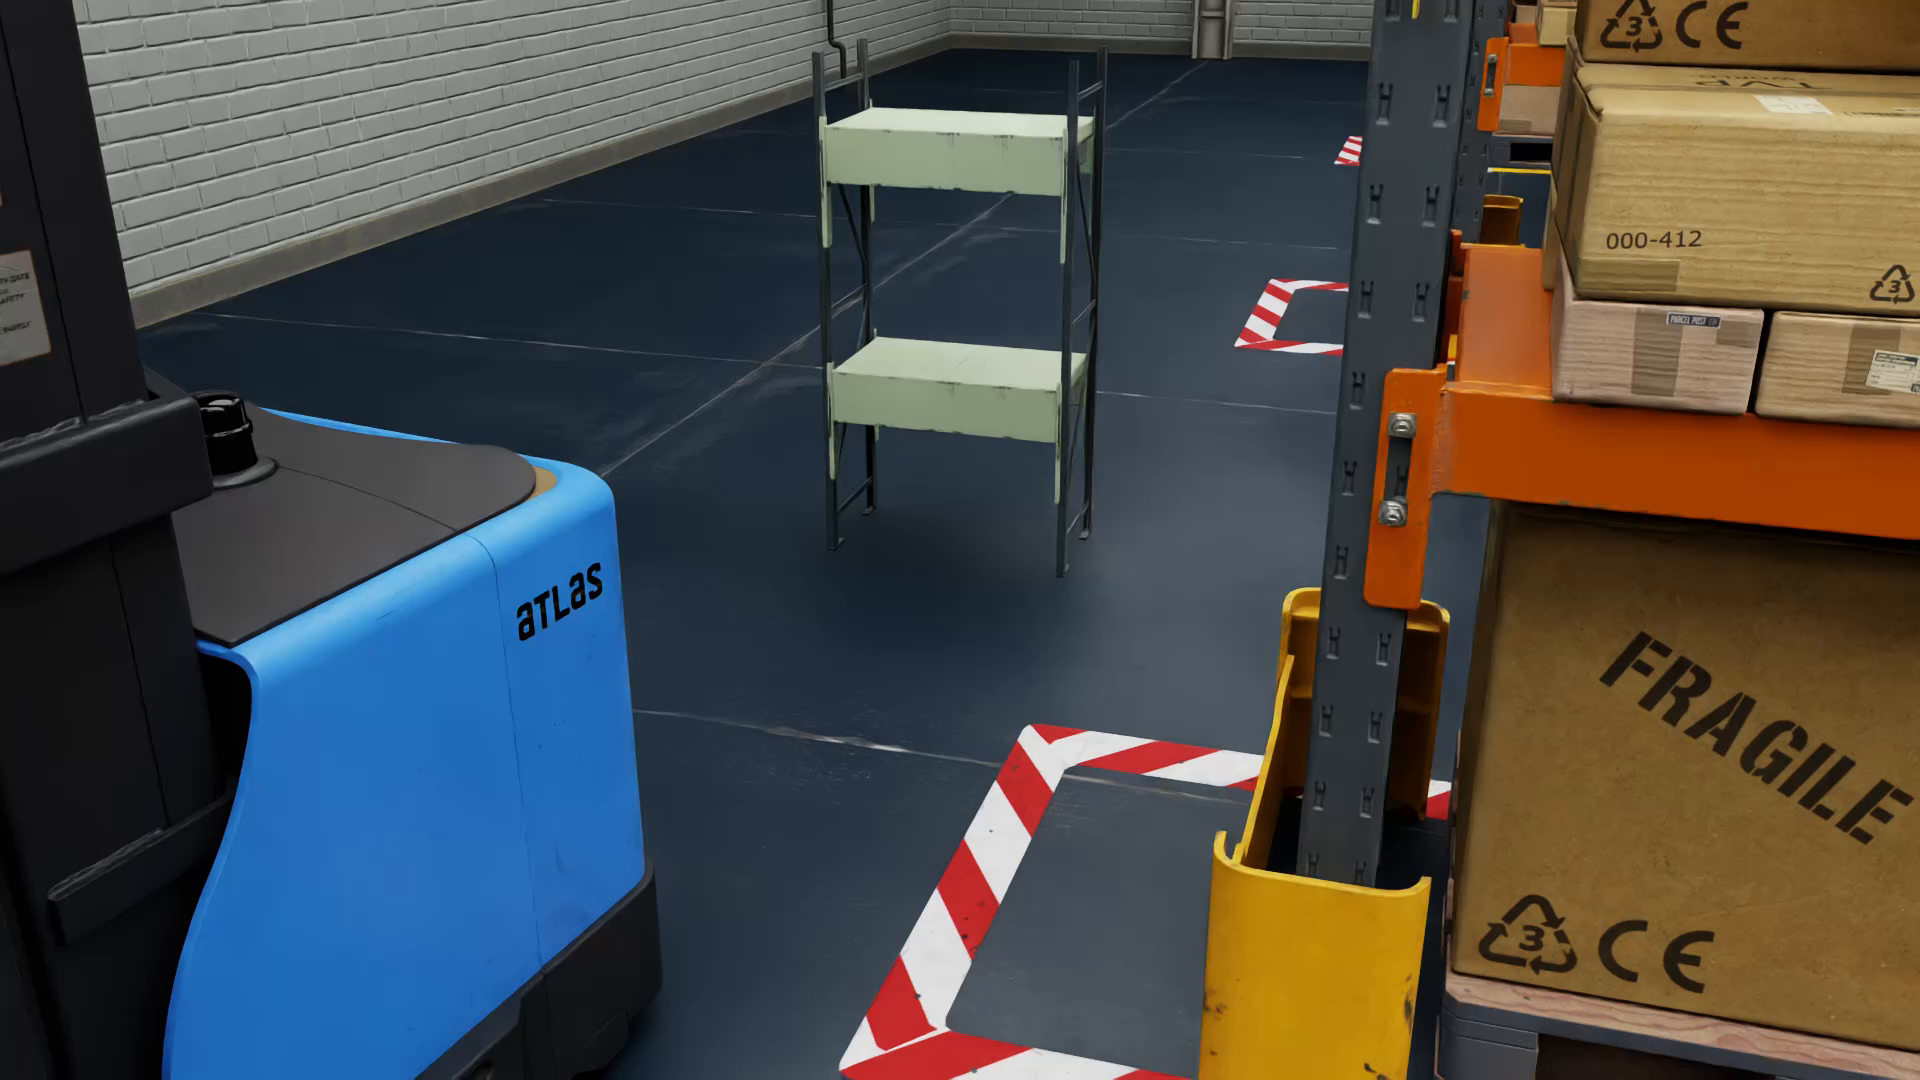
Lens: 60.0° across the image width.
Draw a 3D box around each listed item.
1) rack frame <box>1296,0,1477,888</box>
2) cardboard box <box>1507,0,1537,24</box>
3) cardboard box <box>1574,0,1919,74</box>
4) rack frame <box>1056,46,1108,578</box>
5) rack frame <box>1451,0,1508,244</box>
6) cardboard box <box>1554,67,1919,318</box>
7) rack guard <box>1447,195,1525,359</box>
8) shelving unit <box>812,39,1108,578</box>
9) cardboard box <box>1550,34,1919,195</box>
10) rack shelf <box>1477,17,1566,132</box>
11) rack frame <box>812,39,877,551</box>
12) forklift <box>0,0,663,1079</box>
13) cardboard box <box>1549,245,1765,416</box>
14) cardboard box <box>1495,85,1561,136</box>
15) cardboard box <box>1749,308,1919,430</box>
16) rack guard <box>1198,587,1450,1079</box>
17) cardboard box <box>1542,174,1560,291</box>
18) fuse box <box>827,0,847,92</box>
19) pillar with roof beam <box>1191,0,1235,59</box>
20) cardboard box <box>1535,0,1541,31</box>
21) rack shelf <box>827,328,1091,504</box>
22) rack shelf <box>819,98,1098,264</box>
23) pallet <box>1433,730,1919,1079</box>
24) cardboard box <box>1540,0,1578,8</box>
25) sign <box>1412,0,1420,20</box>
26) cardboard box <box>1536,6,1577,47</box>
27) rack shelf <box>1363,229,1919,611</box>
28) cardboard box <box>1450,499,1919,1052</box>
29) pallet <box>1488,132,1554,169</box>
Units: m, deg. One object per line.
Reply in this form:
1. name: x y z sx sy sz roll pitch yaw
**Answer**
1. rack frame: 0.756 -0.592 2.761 0.127 3.000 1.000 7 23 16
2. cardboard box: 5.607 -4.934 16.083 0.637 0.503 0.797 6 23 13
3. cardboard box: 1.298 -1.049 2.693 0.500 0.500 0.500 7 23 16
4. rack frame: 0.357 -0.653 4.886 0.023 1.500 0.400 7 23 16
5. rack frame: 2.285 -2.383 7.127 0.127 3.000 1.000 7 23 16
6. cardboard box: 1.137 -0.510 2.365 0.500 0.250 0.500 6 23 14
7. rack guard: 2.358 -1.218 7.581 0.348 0.500 1.175 7 23 16
8. shelving unit: 0.006 -0.693 4.984 0.755 1.500 0.431 7 23 16
9. cardboard box: 1.296 -0.704 2.838 0.500 0.250 0.500 6 23 15
10. rack shelf: 4.200 -1.831 6.729 4.000 0.370 1.077 7 23 16
11. rack frame: -0.344 -0.733 5.081 0.023 1.500 0.400 7 23 16
12. forklift: -1.643 -0.055 1.543 1.130 2.935 3.031 10 24 24
13. cardboard box: 1.000 -0.317 2.421 0.250 0.149 0.380 7 23 16
14. cardboard box: 4.279 -3.165 11.857 0.875 0.438 0.875 6 23 14
15. cardboard box: 1.246 -0.289 2.354 0.250 0.149 0.380 6 23 15
16. rack guard: 0.733 0.562 3.242 0.348 0.500 1.175 7 23 16
17. cardboard box: 1.192 -0.556 3.005 0.250 0.149 0.380 7 23 17
18. fuse box: -1.040 -4.953 15.091 0.414 1.711 0.539 7 23 16
19. pillar with roof beam: 1.484 -7.831 12.503 0.400 9.000 9.100 7 23 16
20. cardboard box: 2.679 -2.334 7.338 0.250 0.149 0.380 7 23 16
21. rack shelf: 0.006 -0.392 5.107 0.720 0.370 0.431 7 23 16
22. rack shelf: 0.006 -1.054 4.836 0.720 0.370 0.431 7 23 16
23. pallet: 1.544 0.757 3.146 1.213 0.211 1.003 7 23 16
24. cardboard box: 2.635 -2.417 6.687 0.500 0.500 0.500 8 24 18
25. sign: 0.590 -0.828 2.092 0.005 0.325 0.100 7 23 16
26. cardboard box: 2.501 -2.112 6.798 0.250 0.149 0.380 6 23 15
27. rack shelf: 2.670 -0.040 2.363 4.000 0.370 1.077 7 23 16
28. cardboard box: 1.392 0.238 2.984 0.875 0.875 0.875 7 23 16
29. pallet: 4.406 -2.843 11.923 1.213 0.211 1.003 7 23 16
